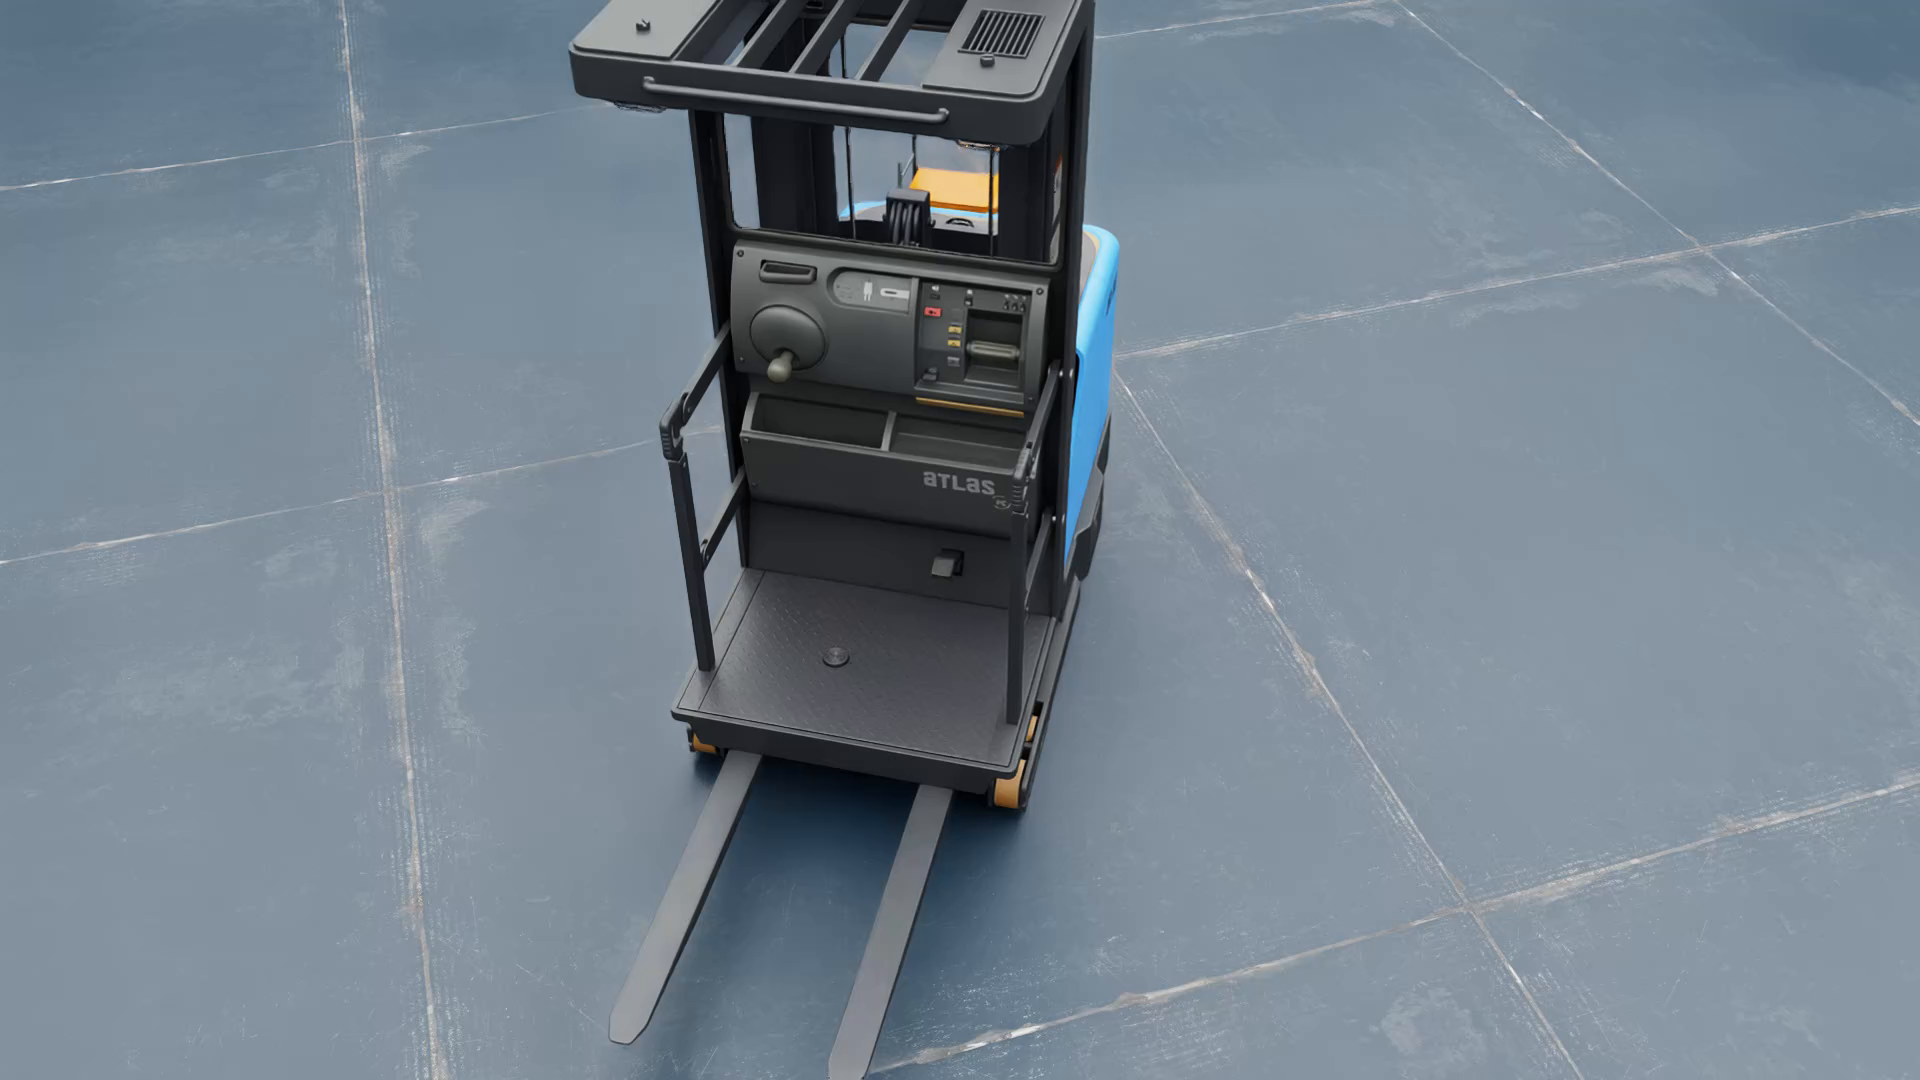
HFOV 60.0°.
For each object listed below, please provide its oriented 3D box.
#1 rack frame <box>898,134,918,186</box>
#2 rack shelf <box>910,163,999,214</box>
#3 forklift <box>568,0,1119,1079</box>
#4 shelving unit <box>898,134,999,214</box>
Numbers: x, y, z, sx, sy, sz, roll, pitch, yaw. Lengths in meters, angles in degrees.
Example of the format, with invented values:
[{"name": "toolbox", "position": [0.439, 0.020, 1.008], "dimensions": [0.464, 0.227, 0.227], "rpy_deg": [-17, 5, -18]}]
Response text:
[{"name": "rack frame", "position": [-0.192, -0.990, 6.471], "dimensions": [0.015, 1.200, 0.240], "rpy_deg": [8, 42, 10]}, {"name": "rack shelf", "position": [0.046, -1.250, 6.172], "dimensions": [0.480, 0.148, 0.258], "rpy_deg": [8, 42, 10]}, {"name": "forklift", "position": [-0.258, -0.532, 4.631], "dimensions": [1.130, 2.935, 3.031], "rpy_deg": [9, 42, 10]}, {"name": "shelving unit", "position": [0.046, -0.954, 6.430], "dimensions": [0.503, 1.200, 0.258], "rpy_deg": [8, 42, 10]}]
